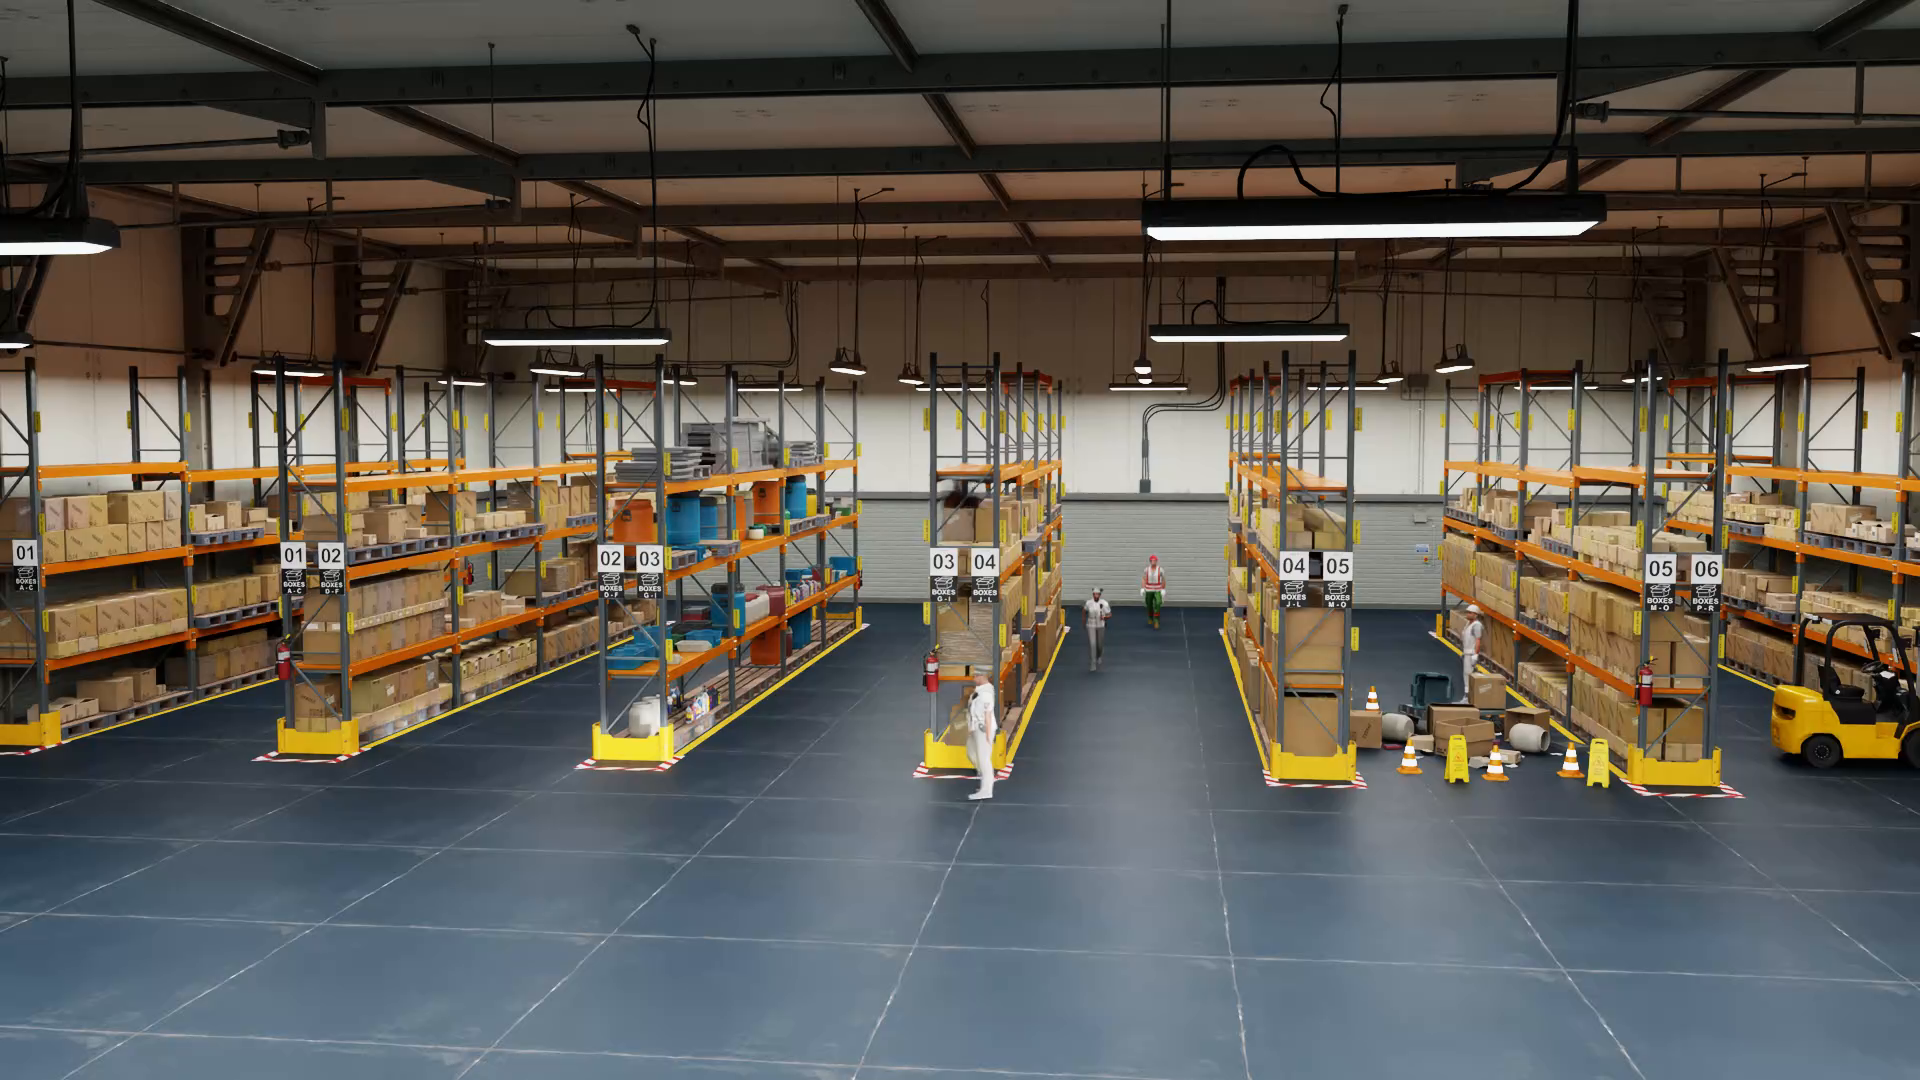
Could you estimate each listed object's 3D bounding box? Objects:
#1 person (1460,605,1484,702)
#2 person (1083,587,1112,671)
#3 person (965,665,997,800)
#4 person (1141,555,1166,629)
[{"bbox_3d":[8.982,2.039,29.352,0.488,1.792,0.607,1,4,19],"label":"person"},{"bbox_3d":[2.770,1.760,33.601,0.597,1.645,1.000,0,4,6],"label":"person"},{"bbox_3d":[0.296,2.559,22.205,0.428,1.781,0.580,-1,4,-7],"label":"person"},{"bbox_3d":[4.713,1.245,40.540,0.607,1.749,0.994,0,4,6],"label":"person"}]
